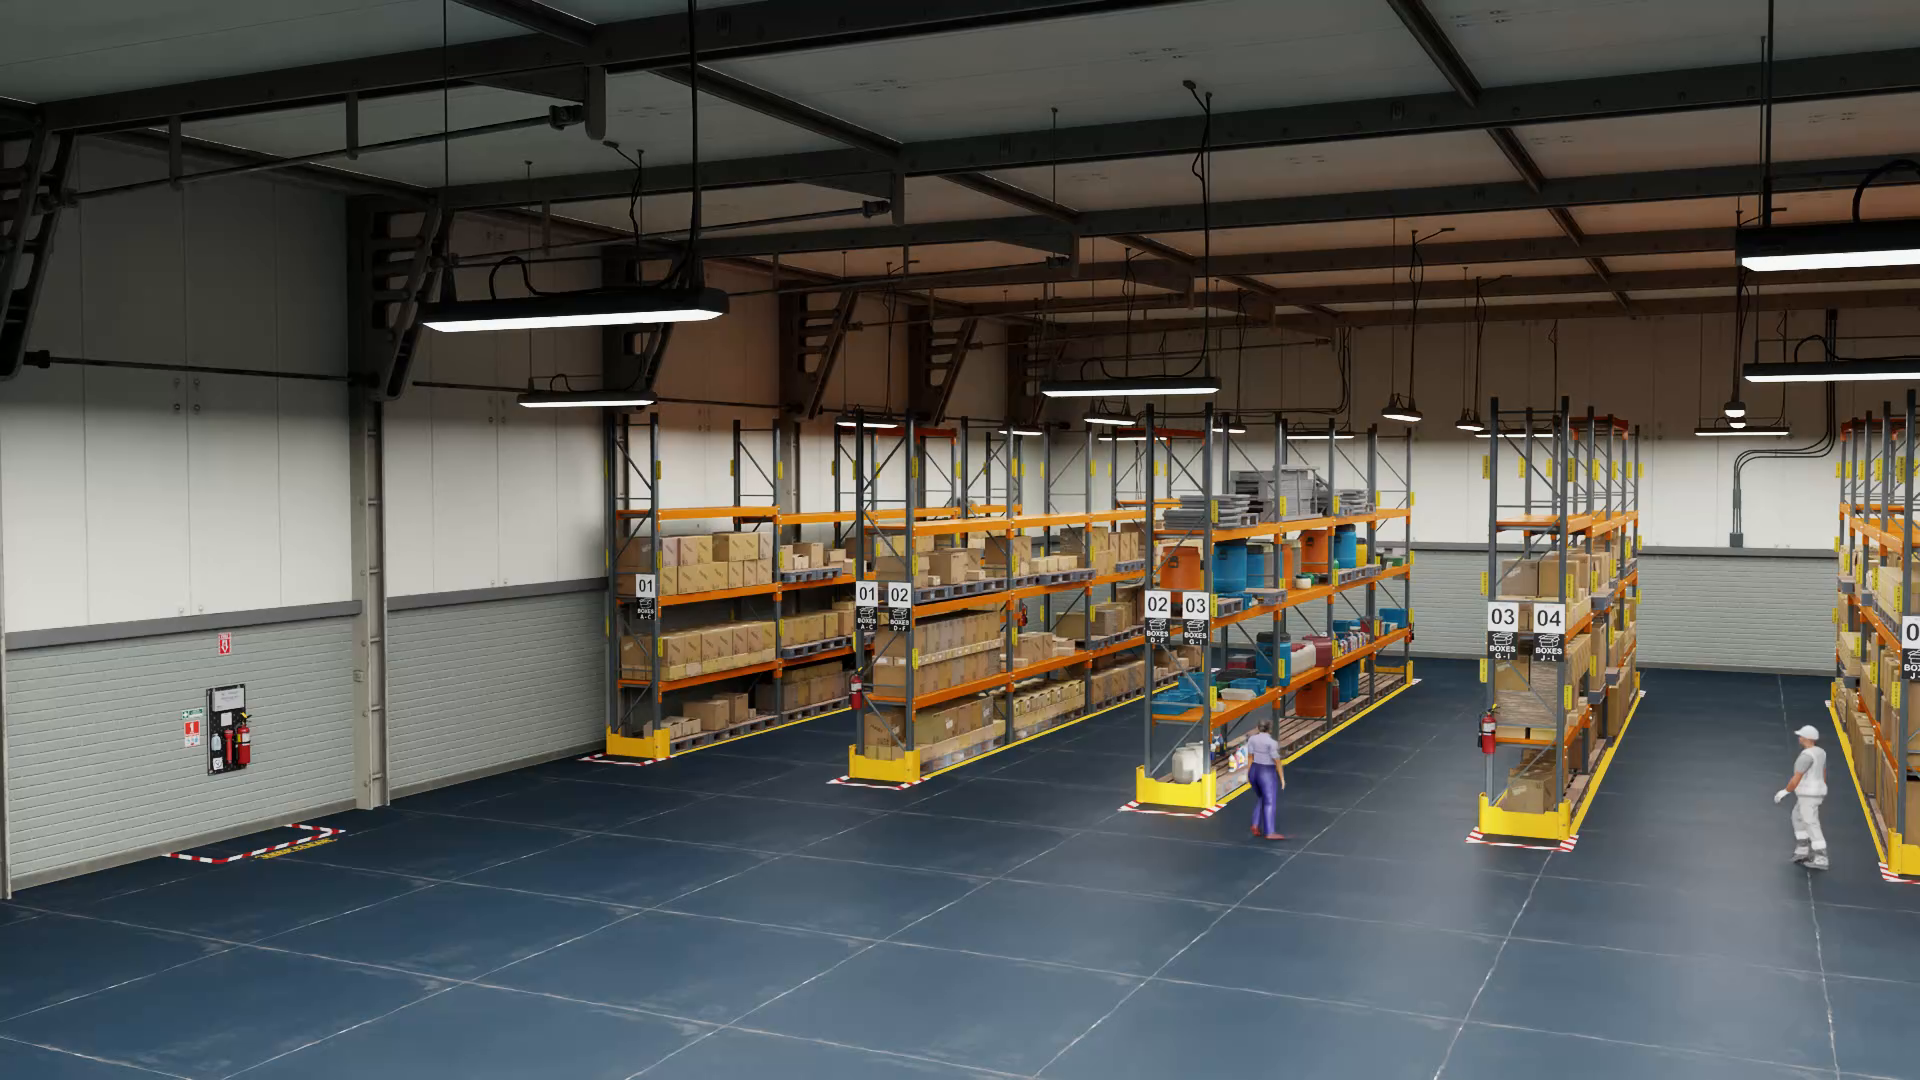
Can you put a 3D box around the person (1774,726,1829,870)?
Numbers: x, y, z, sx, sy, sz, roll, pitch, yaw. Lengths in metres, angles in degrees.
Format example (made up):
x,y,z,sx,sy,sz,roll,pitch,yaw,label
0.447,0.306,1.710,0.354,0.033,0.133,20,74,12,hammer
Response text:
x,y,z,sx,sy,sz,roll,pitch,yaw,label
10.689,3.248,20.945,0.643,1.824,0.621,-2,3,-37,person

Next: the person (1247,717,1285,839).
x,y,z,sx,sy,sz,roll,pitch,yaw,label
4.168,3.227,22.585,0.405,1.657,0.508,-1,3,-30,person
